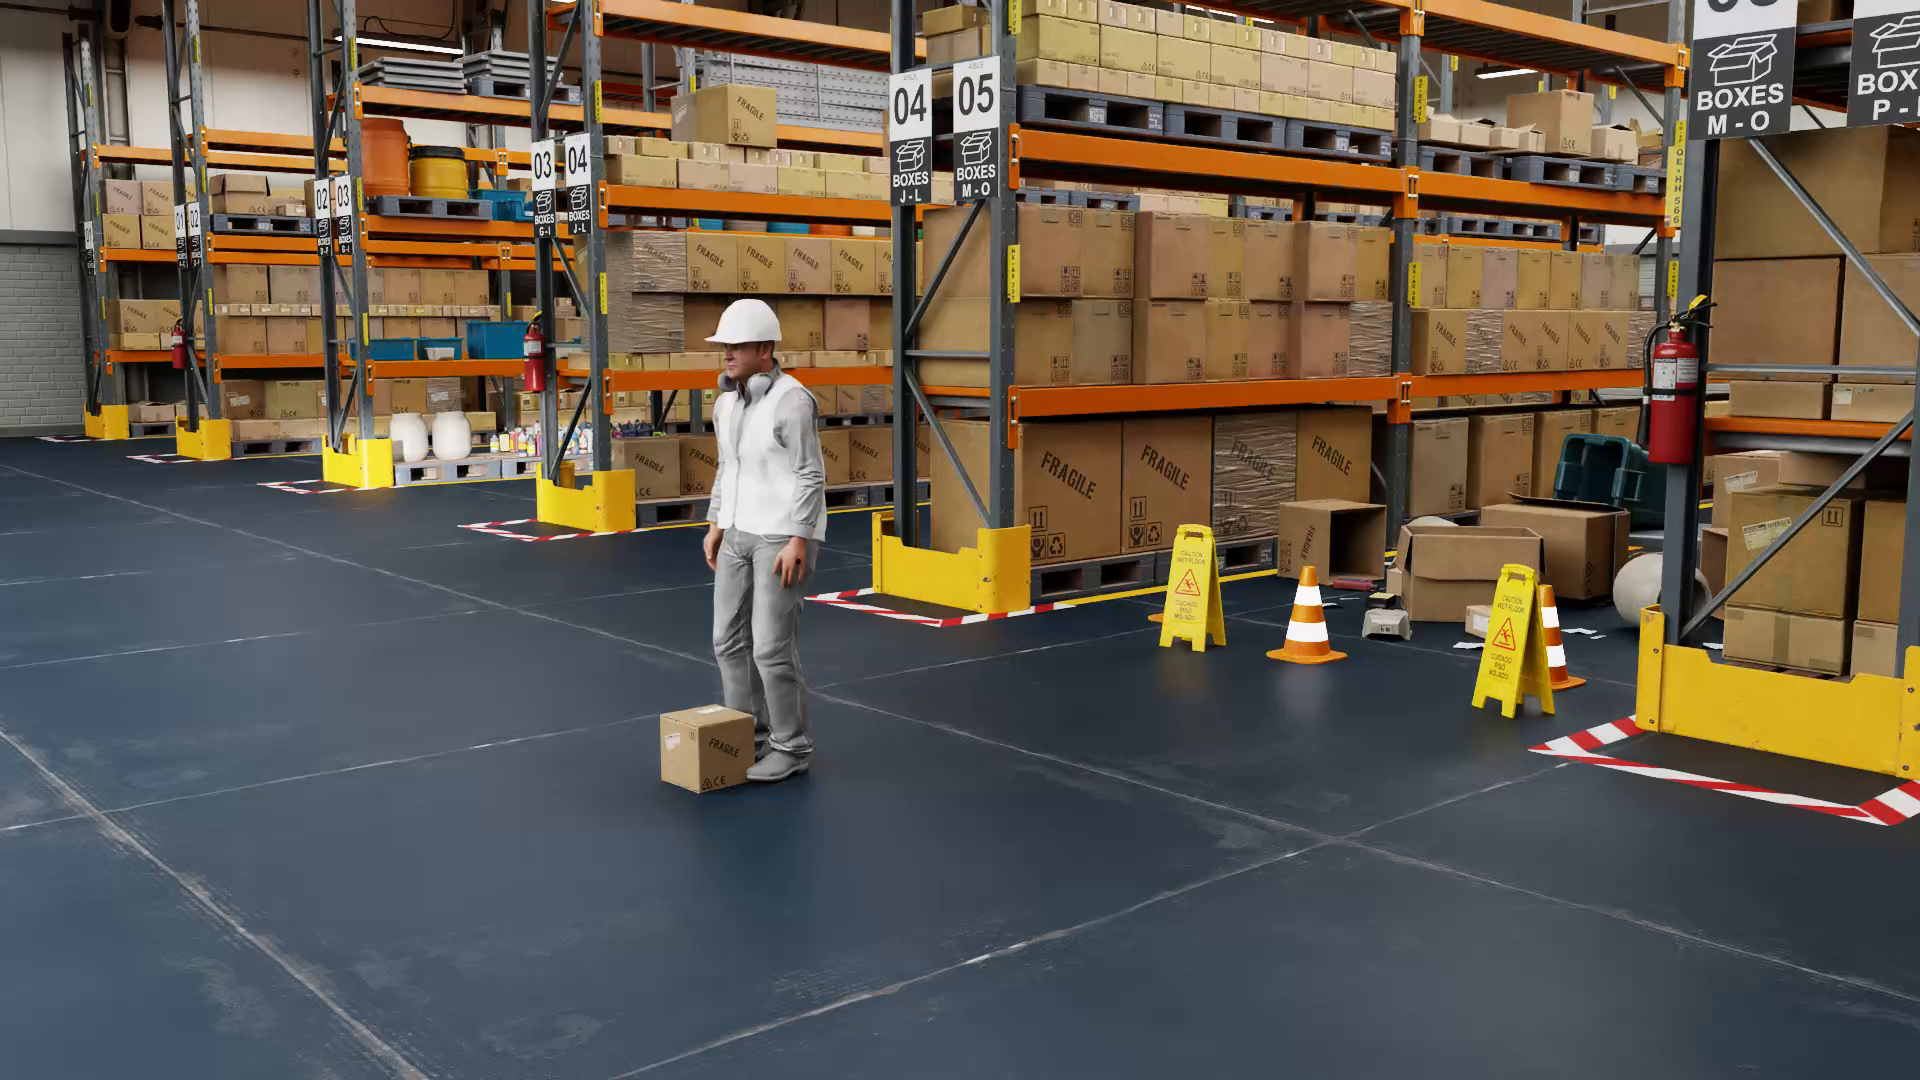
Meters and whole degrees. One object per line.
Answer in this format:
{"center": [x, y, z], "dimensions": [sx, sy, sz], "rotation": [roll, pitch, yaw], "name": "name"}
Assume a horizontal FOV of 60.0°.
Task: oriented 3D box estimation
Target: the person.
{"center": [-0.745, -0.008, 6.239], "dimensions": [0.461, 1.771, 0.581], "rotation": [-7, 10, -43], "name": "person"}
